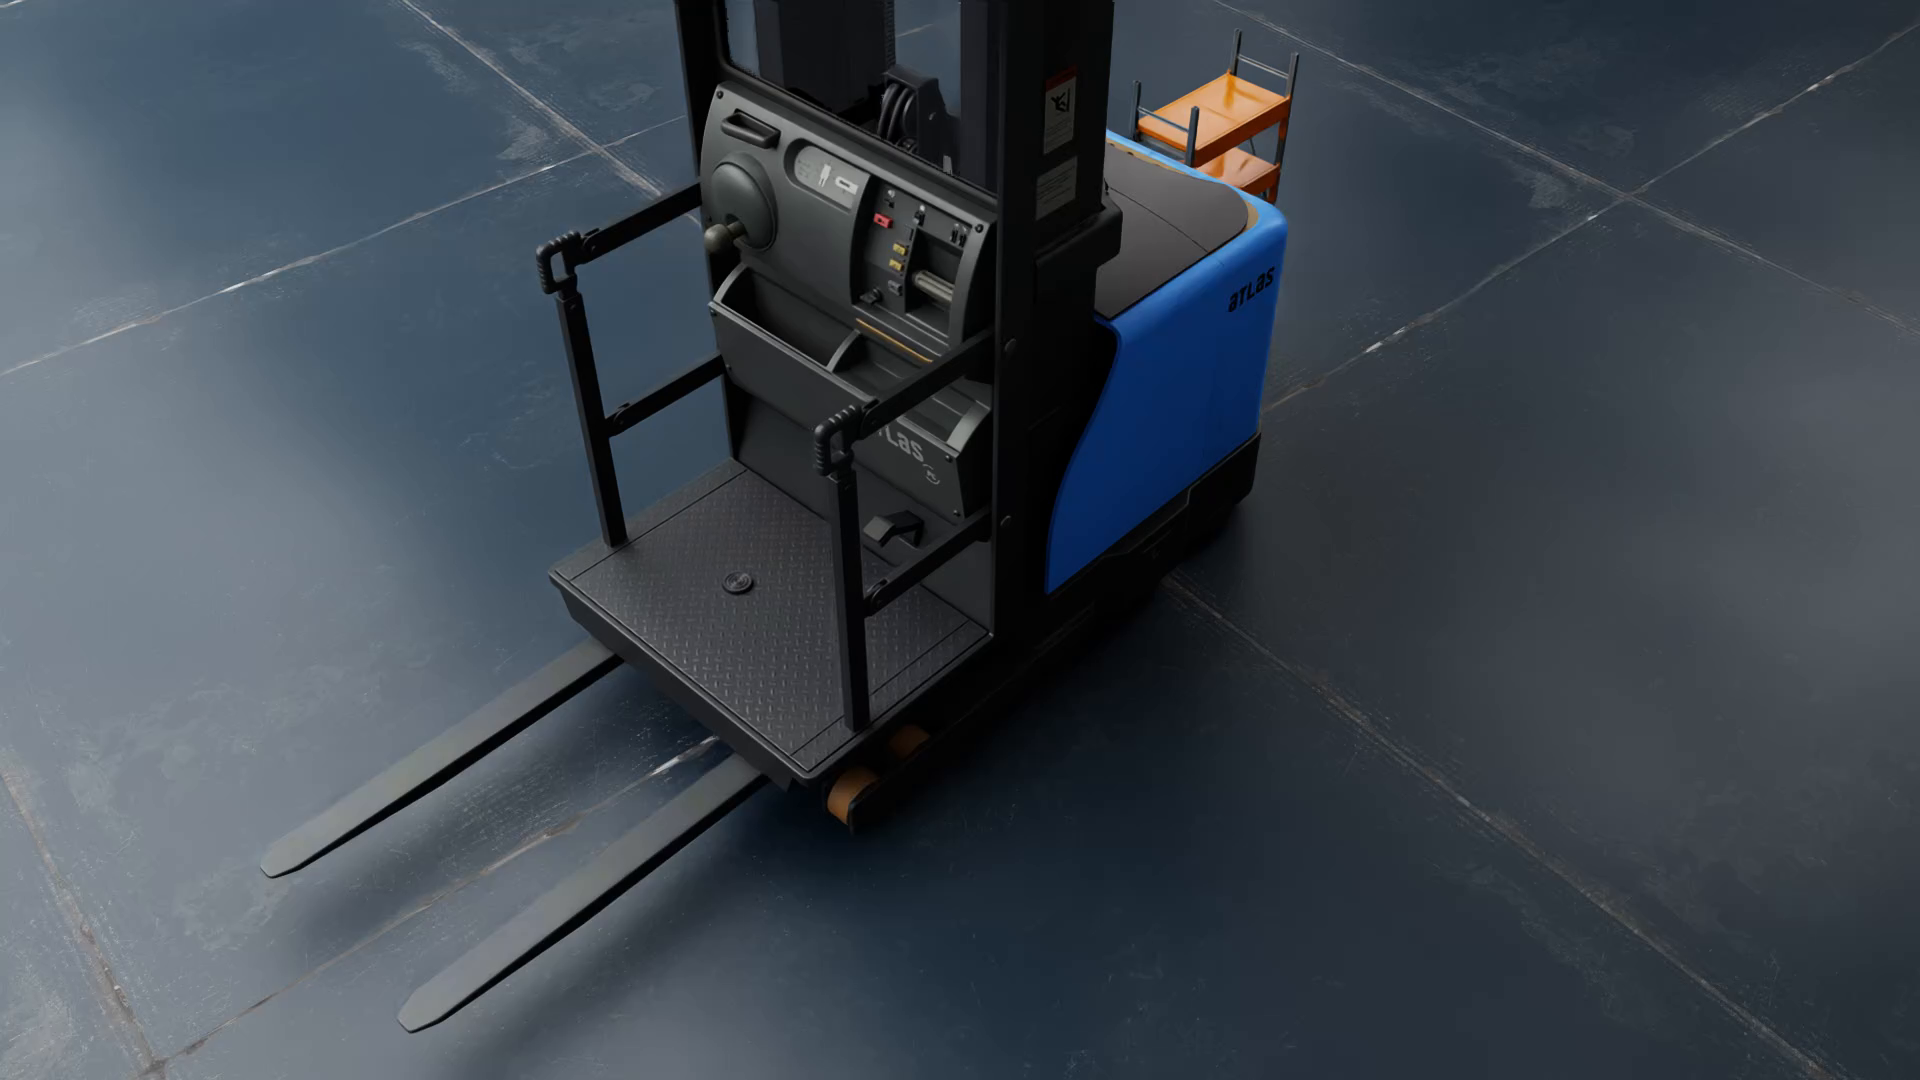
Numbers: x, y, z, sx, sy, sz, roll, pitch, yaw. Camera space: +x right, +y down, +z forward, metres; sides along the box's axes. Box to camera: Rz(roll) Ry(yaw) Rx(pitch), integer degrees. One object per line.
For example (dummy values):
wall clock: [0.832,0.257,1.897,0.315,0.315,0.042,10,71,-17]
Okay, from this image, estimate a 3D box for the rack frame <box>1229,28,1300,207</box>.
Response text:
rack frame: [0.941,-1.097,5.542,0.240,1.200,0.015,34,52,31]

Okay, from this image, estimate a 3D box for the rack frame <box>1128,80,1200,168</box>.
rack frame: [0.598,-0.865,5.283,0.240,1.200,0.015,34,52,31]

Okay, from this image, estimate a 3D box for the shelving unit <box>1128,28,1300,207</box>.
shelving unit: [0.769,-0.981,5.412,0.258,1.200,0.503,34,52,31]

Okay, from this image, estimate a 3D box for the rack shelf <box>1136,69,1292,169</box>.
rack shelf: [0.774,-1.271,5.147,0.258,0.148,0.480,34,52,31]

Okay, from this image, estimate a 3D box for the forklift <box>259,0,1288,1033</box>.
forklift: [-0.438,-0.704,3.859,1.130,2.935,3.031,33,52,30]

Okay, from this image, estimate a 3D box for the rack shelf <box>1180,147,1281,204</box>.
rack shelf: [0.771,-1.097,5.306,0.258,0.148,0.480,34,52,31]
